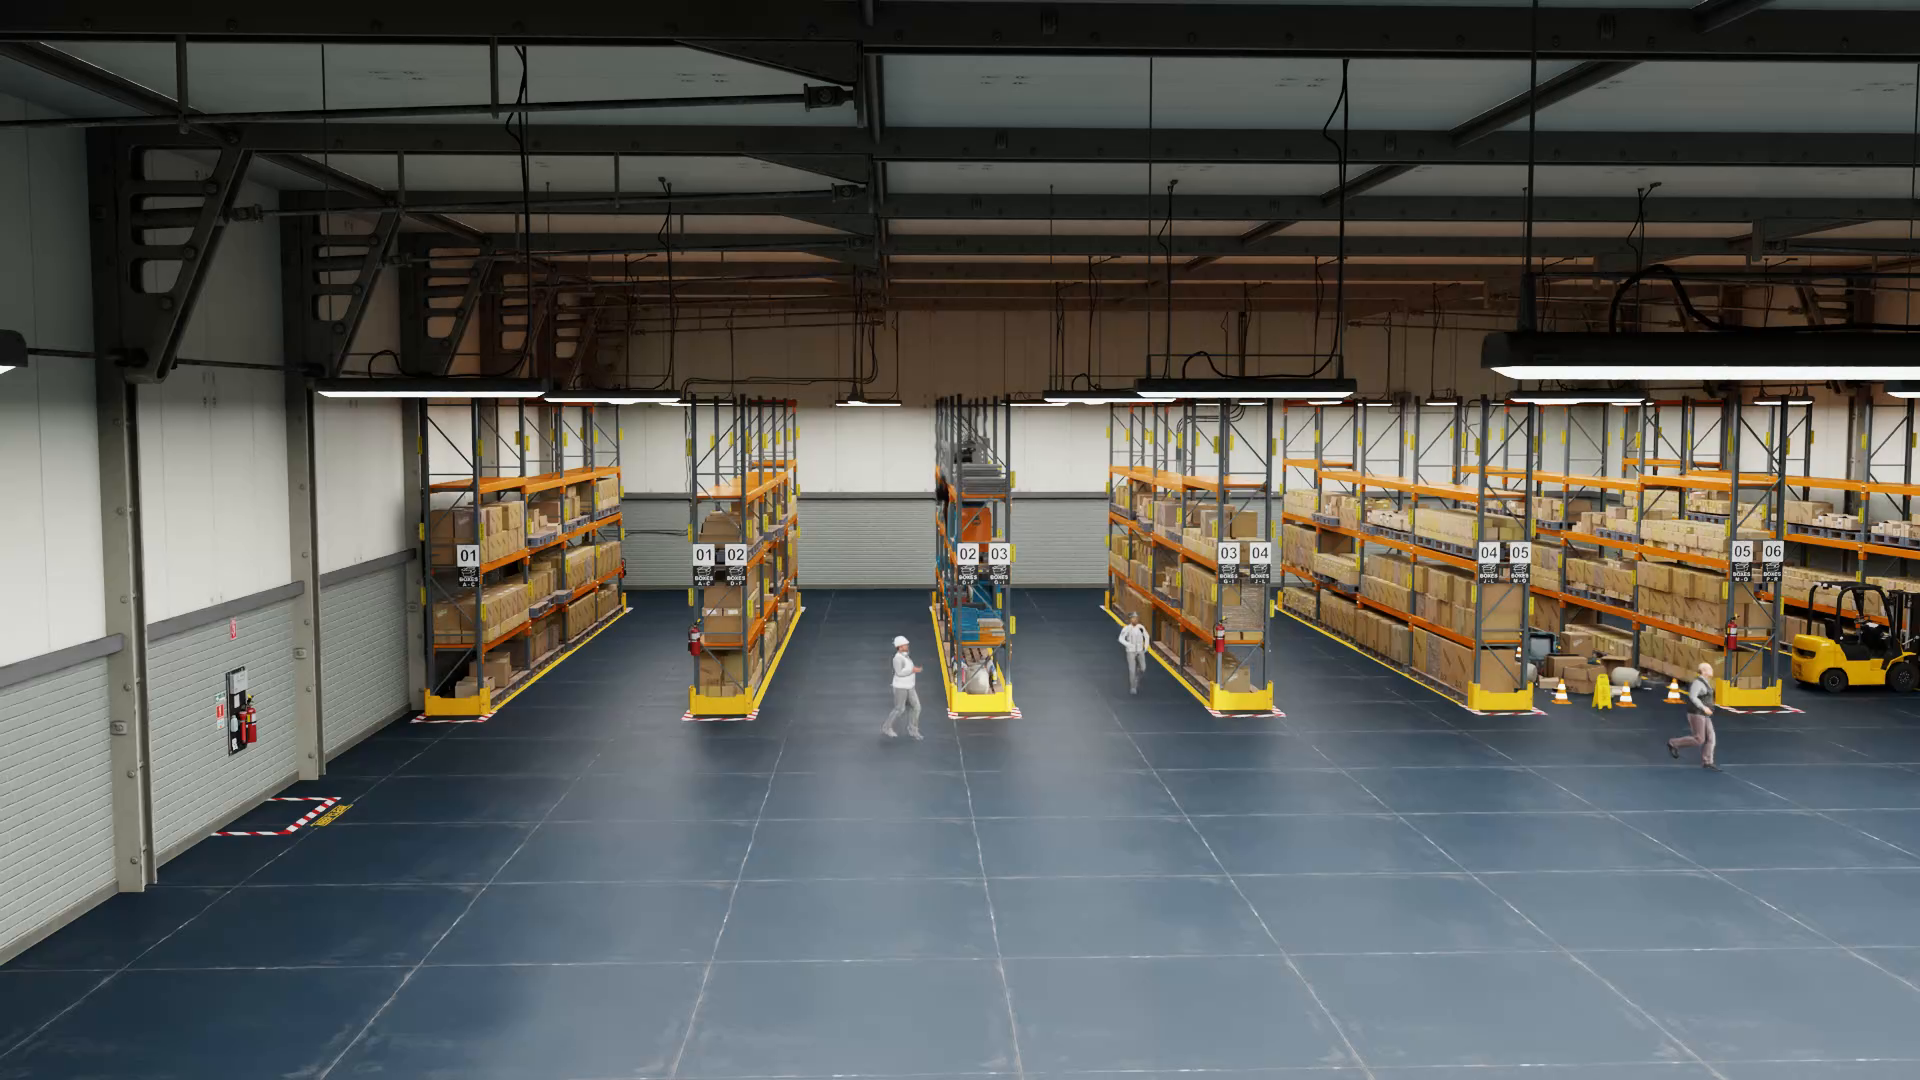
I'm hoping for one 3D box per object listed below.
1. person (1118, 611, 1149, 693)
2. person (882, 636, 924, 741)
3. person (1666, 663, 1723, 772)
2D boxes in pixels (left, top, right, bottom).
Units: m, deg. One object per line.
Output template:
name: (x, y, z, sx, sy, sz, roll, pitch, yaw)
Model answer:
person: (3.537, 2.254, 33.489, 0.681, 1.659, 0.470, -1, 5, -11)
person: (-0.983, 2.569, 28.731, 0.738, 1.820, 0.641, 2, 5, 19)
person: (11.755, 2.800, 26.532, 0.854, 1.711, 0.684, 3, 6, 36)
